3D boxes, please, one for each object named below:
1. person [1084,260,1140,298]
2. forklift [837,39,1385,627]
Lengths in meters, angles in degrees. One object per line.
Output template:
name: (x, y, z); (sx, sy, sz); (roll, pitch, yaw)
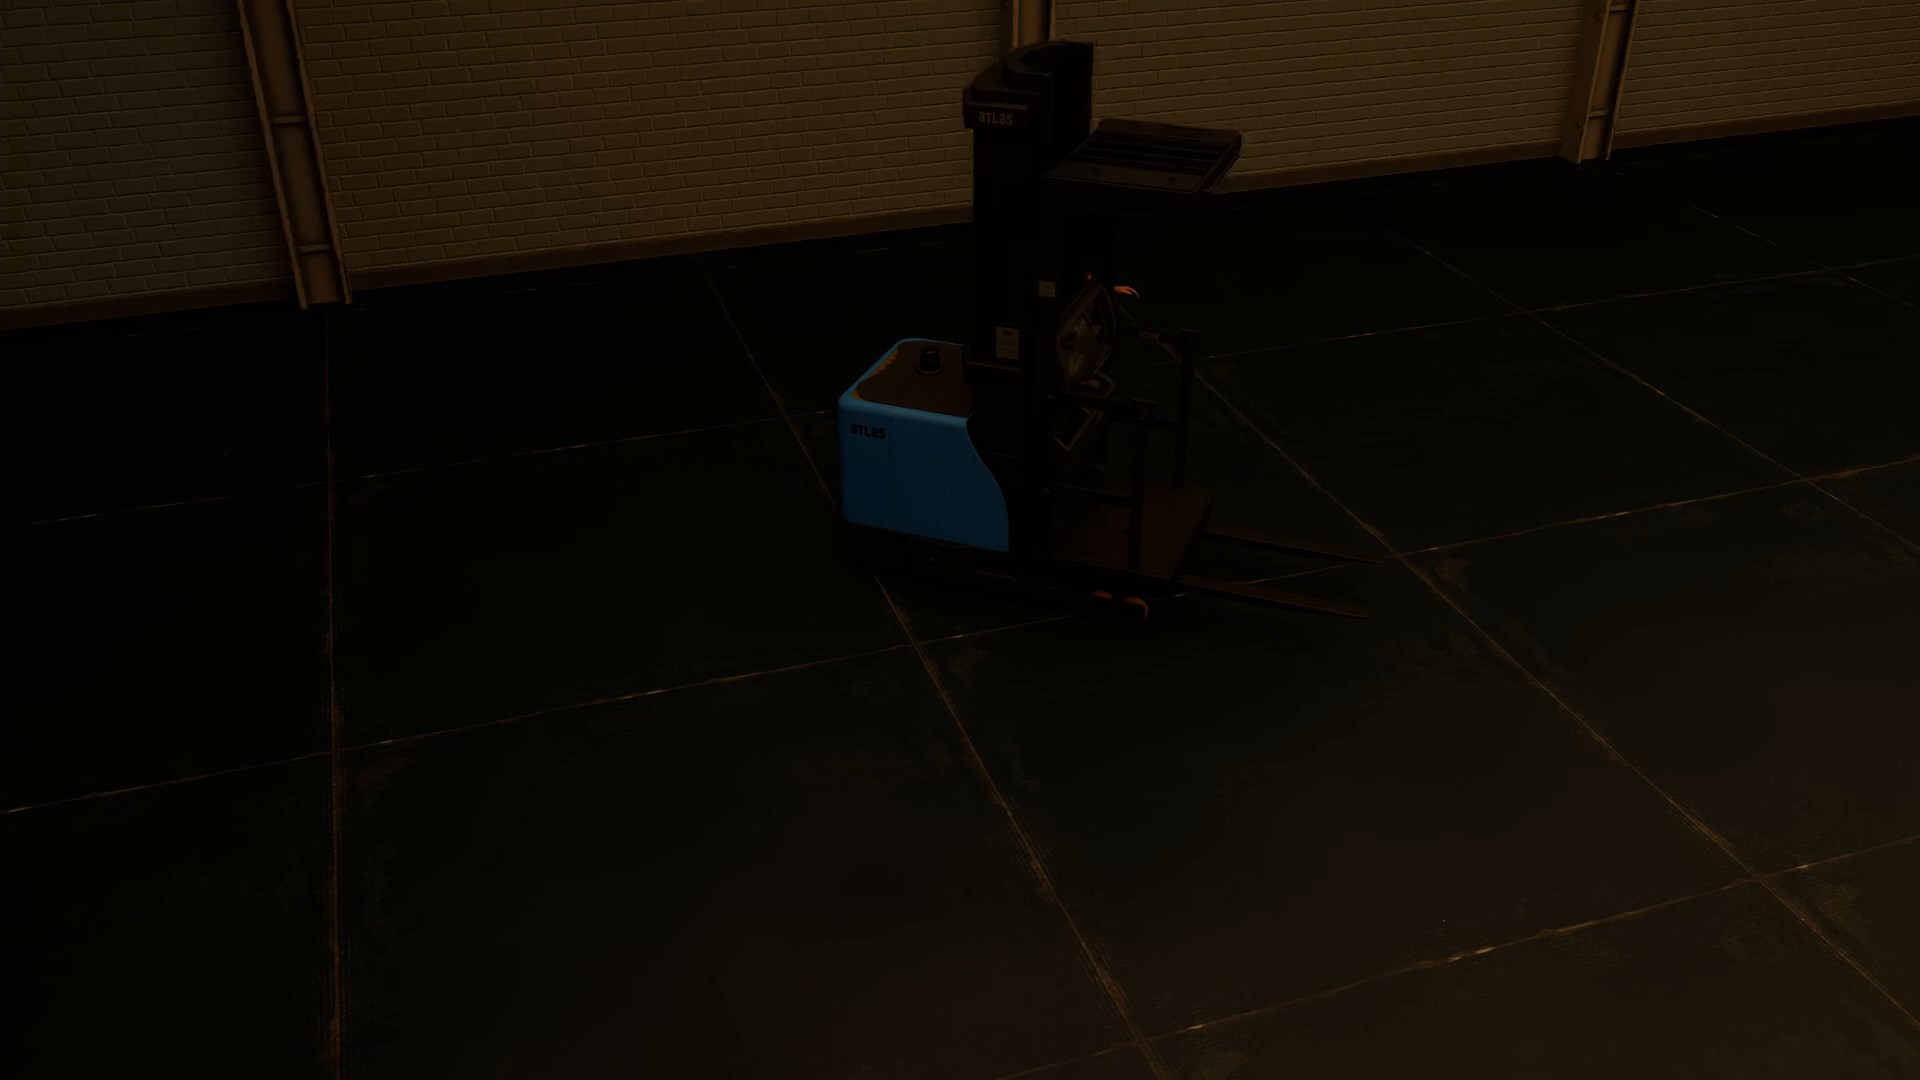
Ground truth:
person: (0.653, -1.107, 10.483); (0.915, 1.480, 1.293); (3, 30, 5)
forklift: (0.871, -1.089, 8.980); (3.031, 2.935, 1.130); (11, 32, 18)
